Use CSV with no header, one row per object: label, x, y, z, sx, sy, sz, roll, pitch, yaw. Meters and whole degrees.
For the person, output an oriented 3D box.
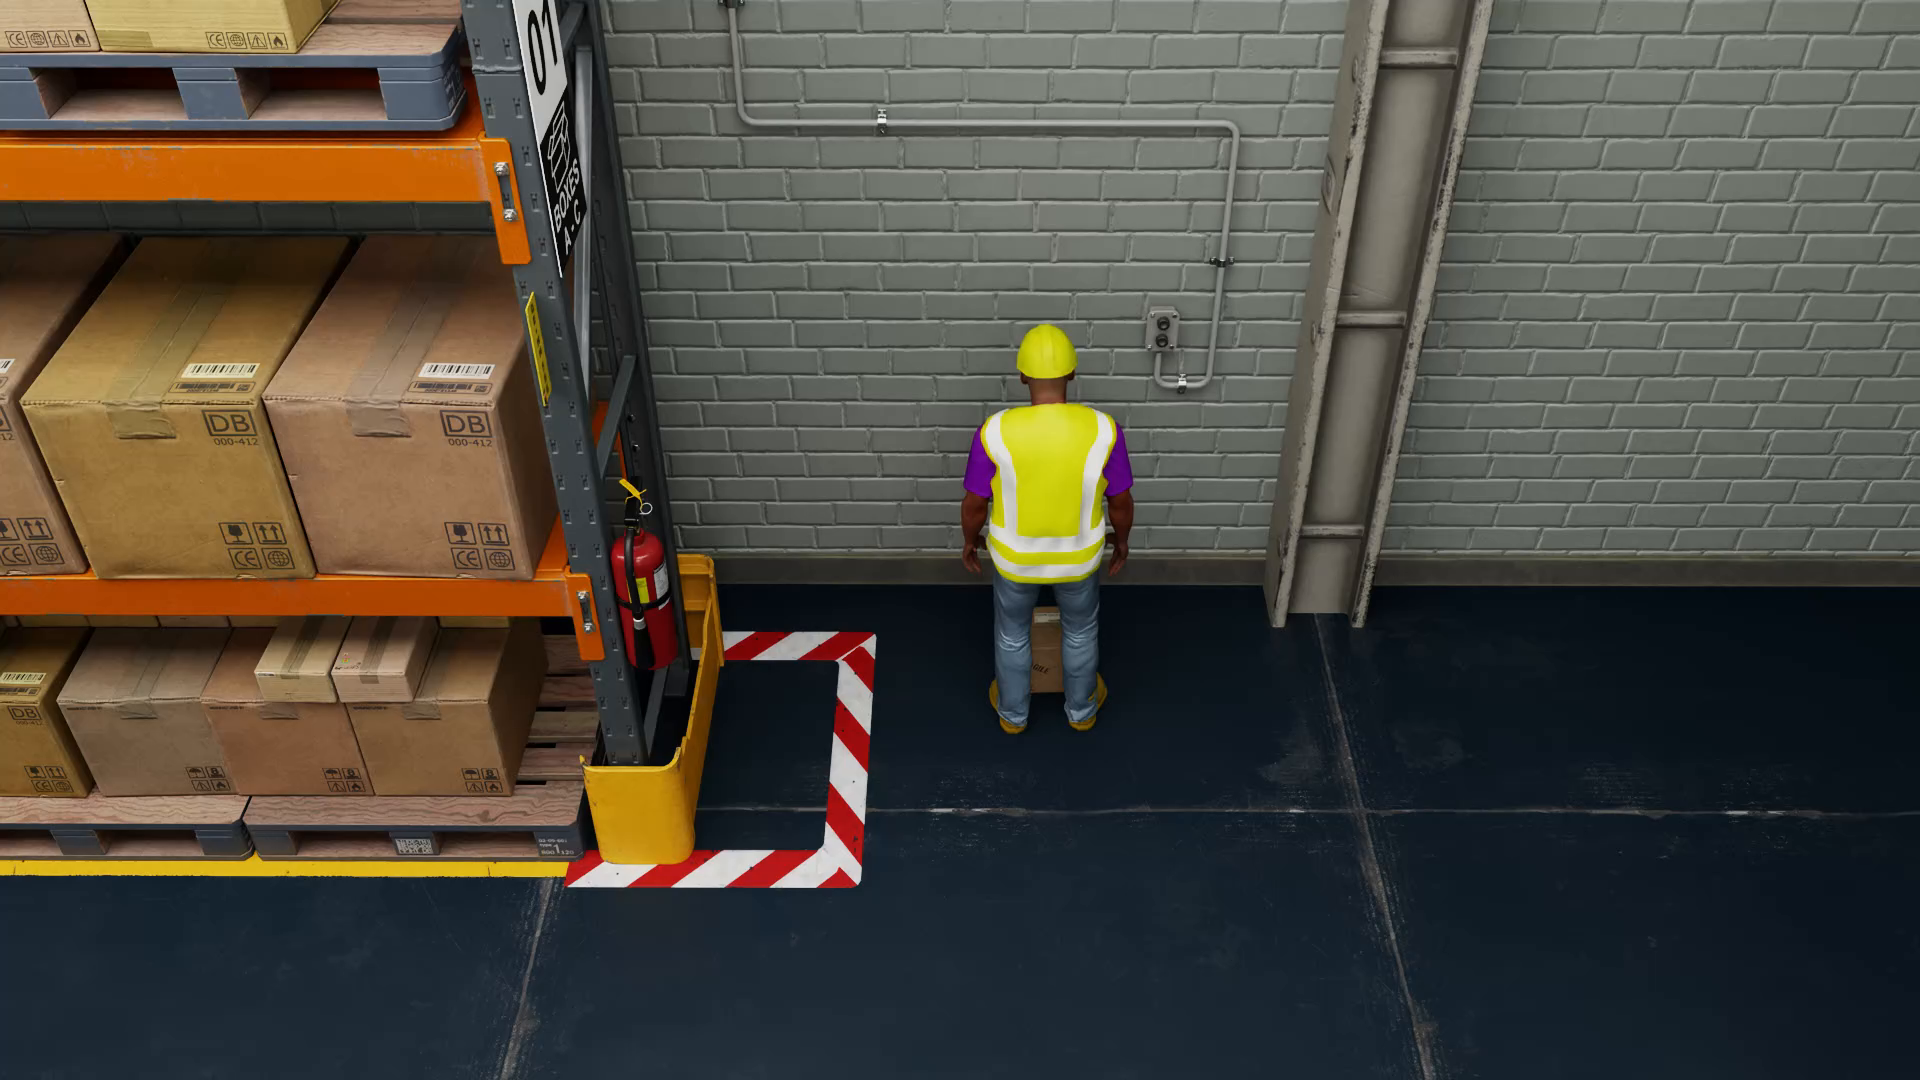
person,0.317,0.008,6.133,0.626,1.758,0.458,0,39,0
